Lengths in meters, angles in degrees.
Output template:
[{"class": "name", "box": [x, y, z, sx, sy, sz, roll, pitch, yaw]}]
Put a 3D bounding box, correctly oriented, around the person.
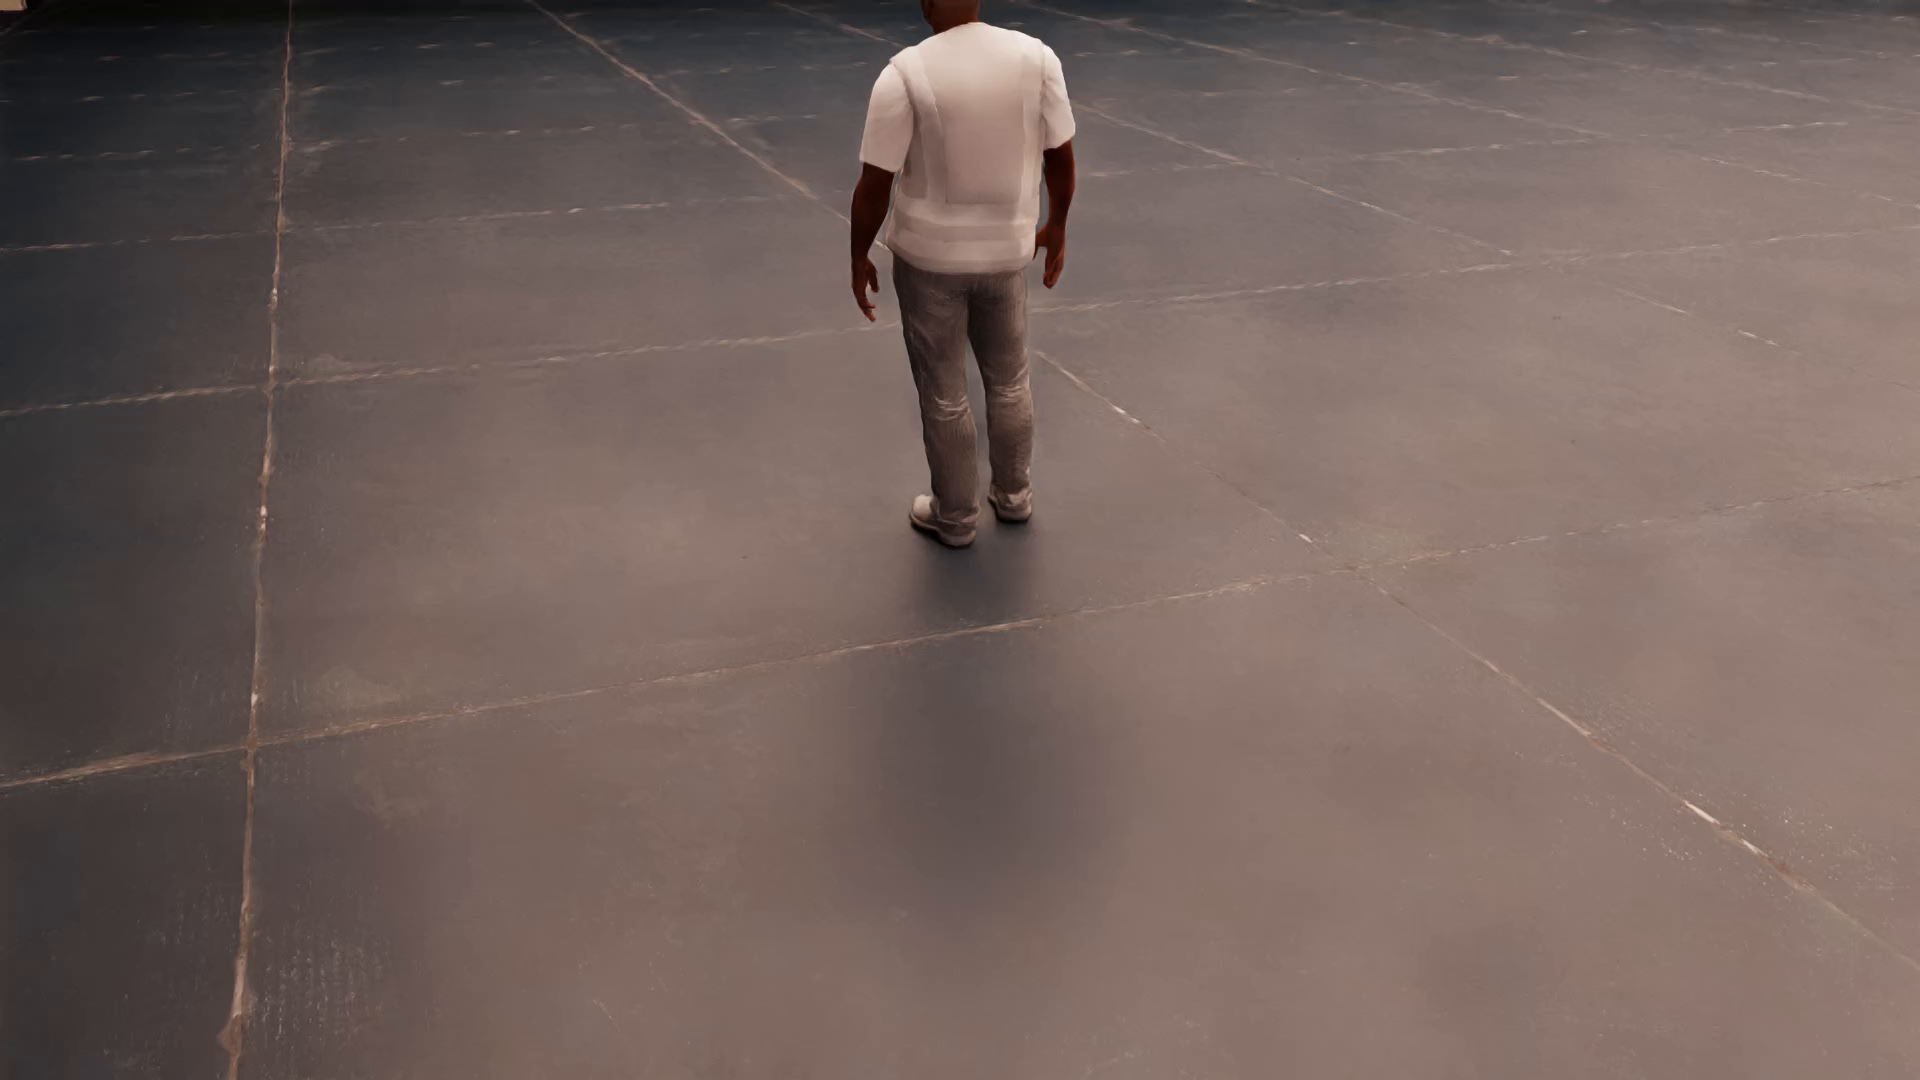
[{"class": "person", "box": [-0.019, -0.847, 4.796, 0.665, 1.766, 0.576, -8, 24, -18]}]
